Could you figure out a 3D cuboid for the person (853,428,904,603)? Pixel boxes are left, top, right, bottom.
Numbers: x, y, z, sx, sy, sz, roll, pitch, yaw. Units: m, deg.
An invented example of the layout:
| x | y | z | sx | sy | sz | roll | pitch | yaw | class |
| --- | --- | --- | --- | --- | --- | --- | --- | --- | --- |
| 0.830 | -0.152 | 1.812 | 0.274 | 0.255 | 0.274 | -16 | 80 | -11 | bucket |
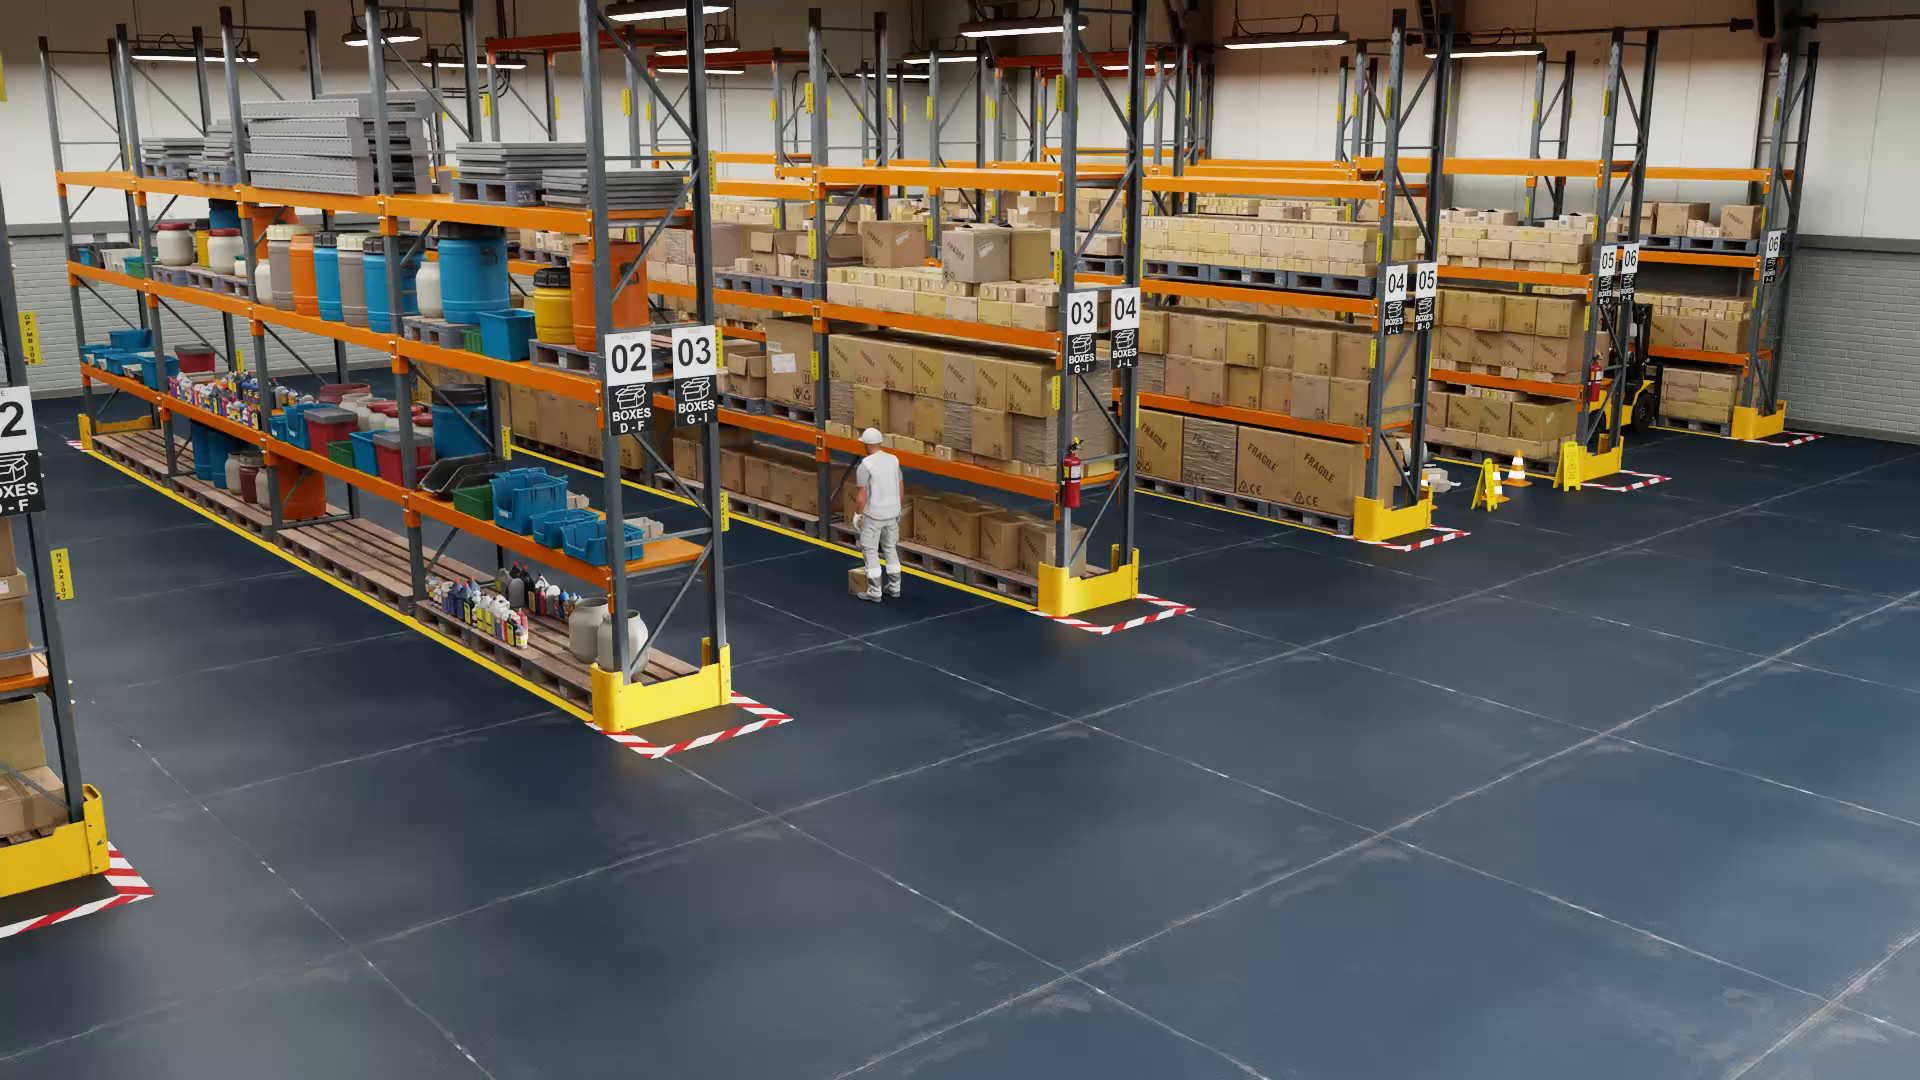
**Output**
| x | y | z | sx | sy | sz | roll | pitch | yaw | class |
| --- | --- | --- | --- | --- | --- | --- | --- | --- | --- |
| -0.833 | -0.263 | 17.029 | 0.600 | 1.779 | 0.449 | -12 | 18 | -39 | person |
